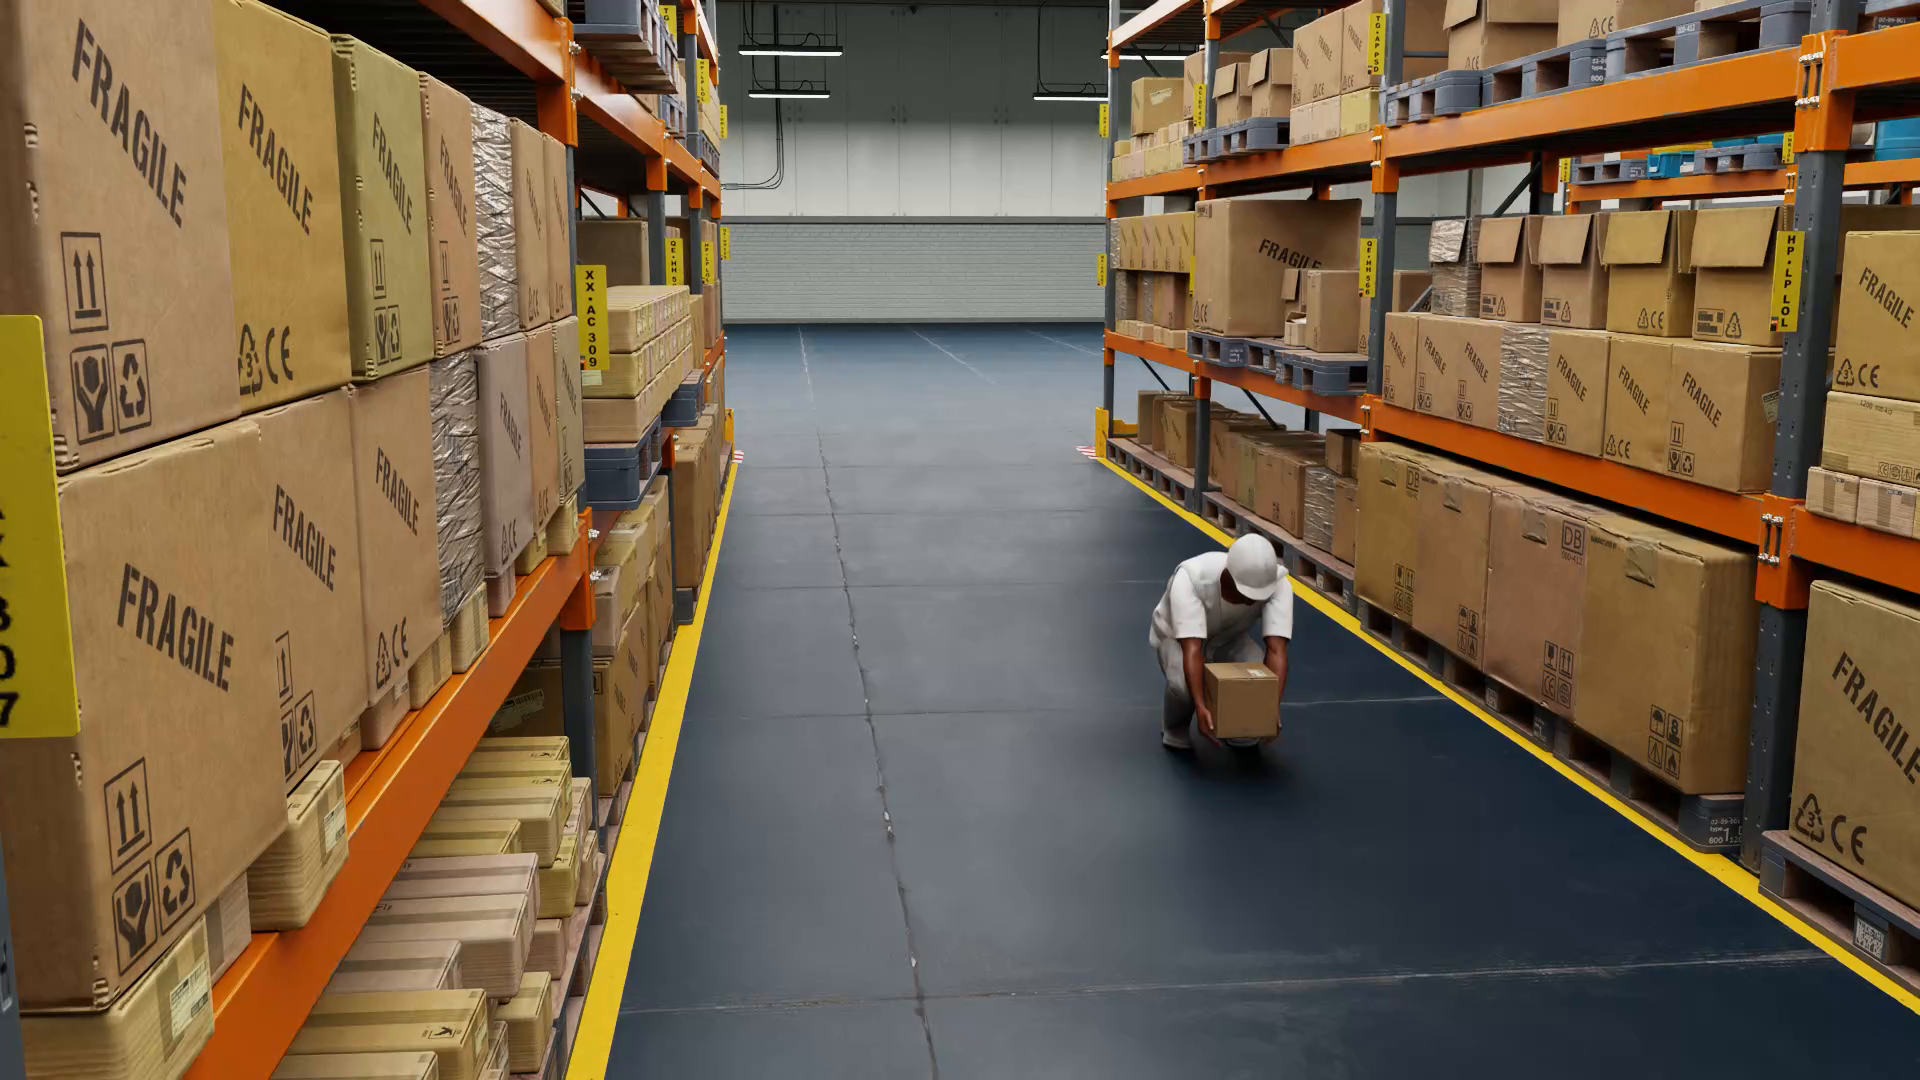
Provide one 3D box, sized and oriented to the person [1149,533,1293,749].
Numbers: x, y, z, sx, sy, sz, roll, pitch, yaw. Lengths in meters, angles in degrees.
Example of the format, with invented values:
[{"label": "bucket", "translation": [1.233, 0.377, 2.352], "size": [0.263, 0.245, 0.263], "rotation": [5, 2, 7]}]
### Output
[{"label": "person", "translation": [1.140, 0.427, 7.122], "size": [0.547, 1.008, 0.905], "rotation": [-1, 10, -7]}]
